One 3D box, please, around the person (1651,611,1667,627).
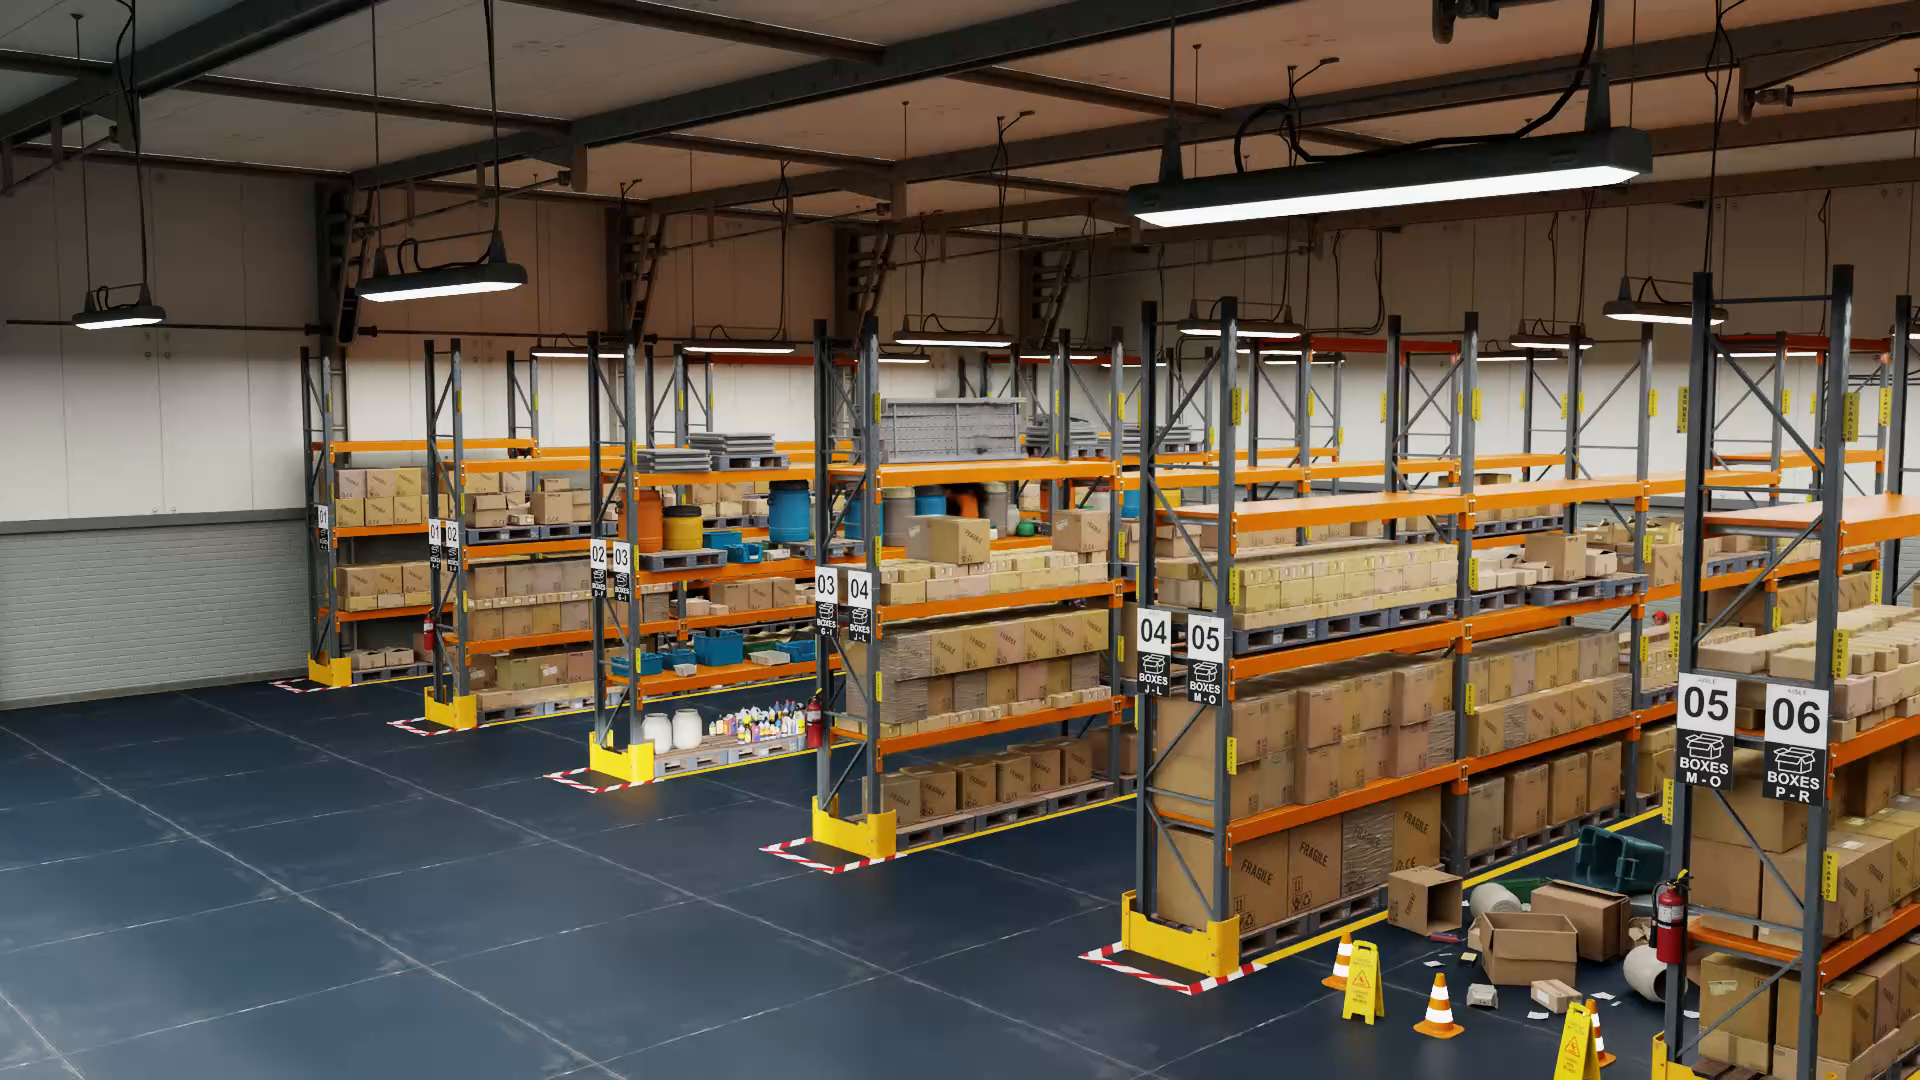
[{"bbox_3d":[10.893,2.009,25.806,0.777,1.839,0.633,-4,7,-40],"label":"person"}]
